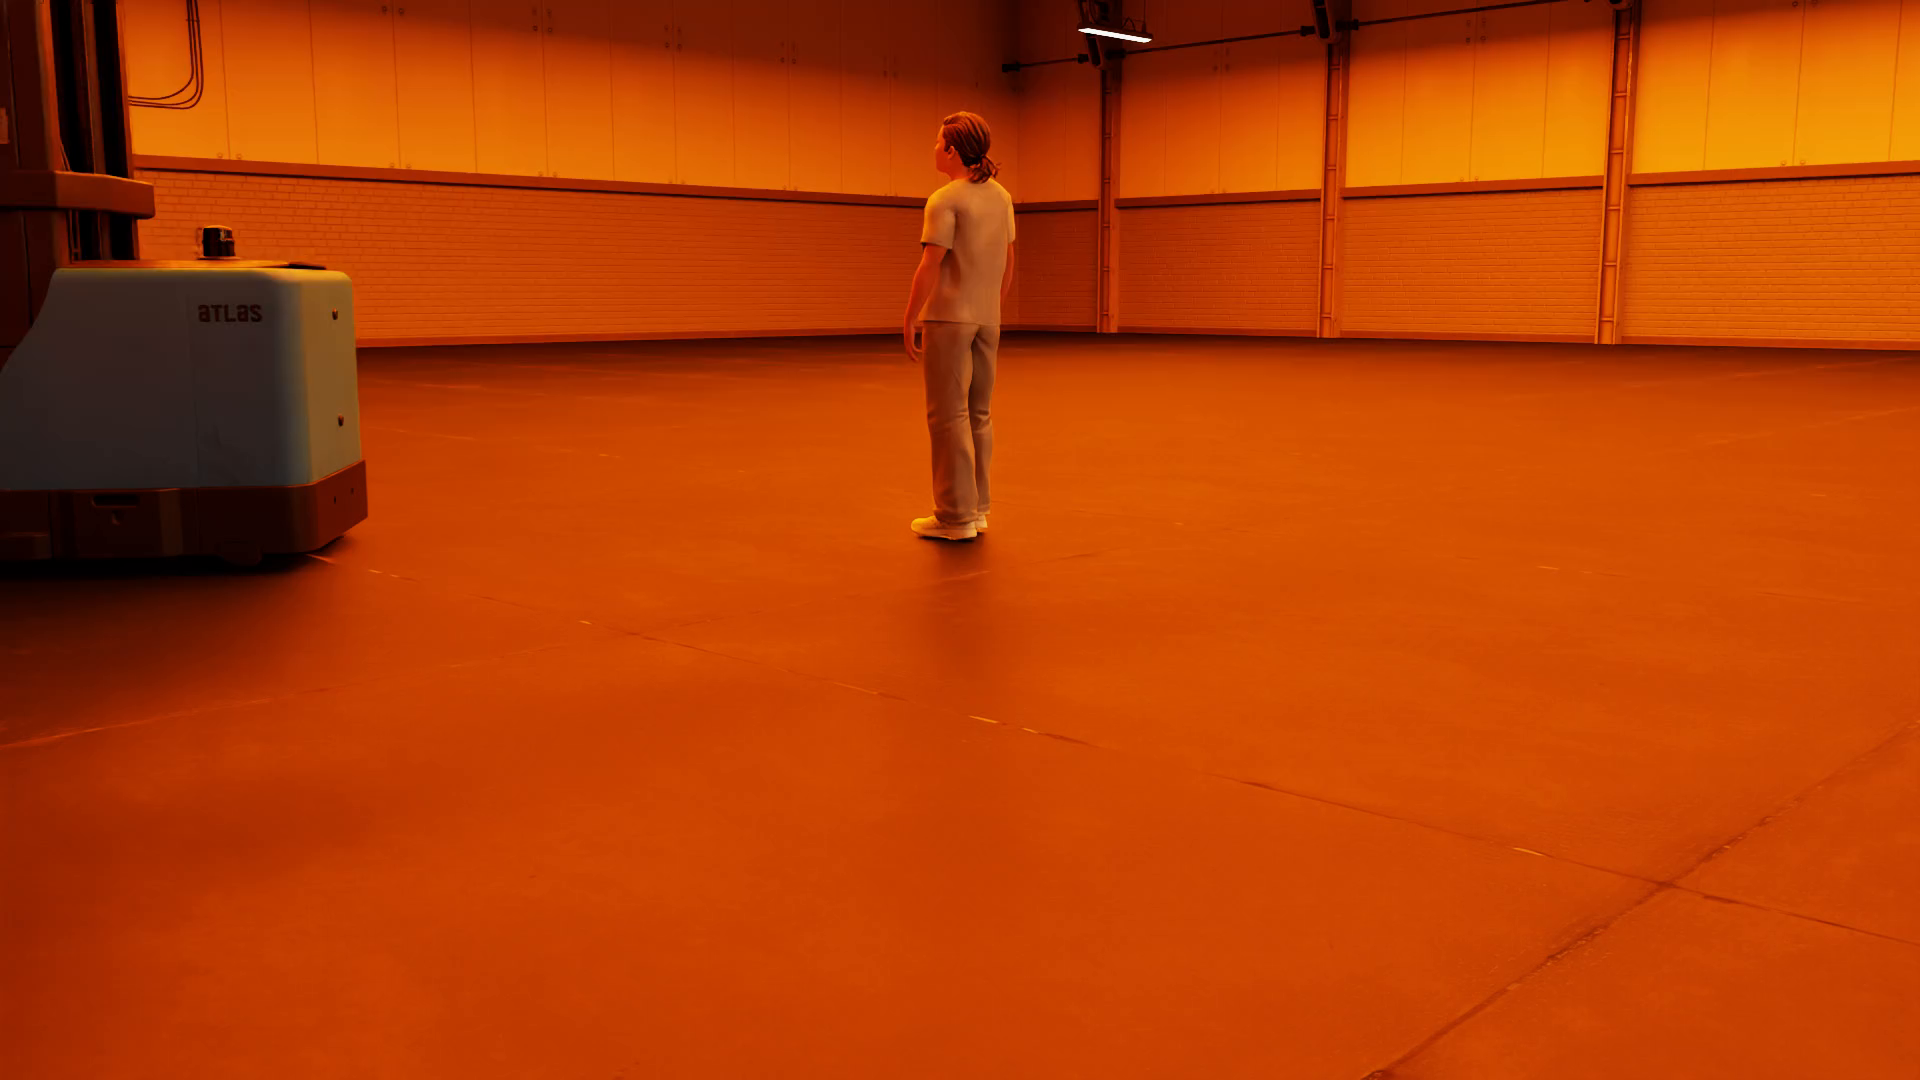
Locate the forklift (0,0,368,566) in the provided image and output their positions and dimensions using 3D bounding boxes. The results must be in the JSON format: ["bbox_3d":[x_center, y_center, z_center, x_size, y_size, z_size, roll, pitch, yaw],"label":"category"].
[{"bbox_3d":[-3.880,-1.378,6.022,3.031,2.935,1.130,-1,9,-8],"label":"forklift"}]

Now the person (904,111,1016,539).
[{"bbox_3d":[-0.044,-0.845,6.651,0.549,1.675,0.550,8,12,43],"label":"person"}]
